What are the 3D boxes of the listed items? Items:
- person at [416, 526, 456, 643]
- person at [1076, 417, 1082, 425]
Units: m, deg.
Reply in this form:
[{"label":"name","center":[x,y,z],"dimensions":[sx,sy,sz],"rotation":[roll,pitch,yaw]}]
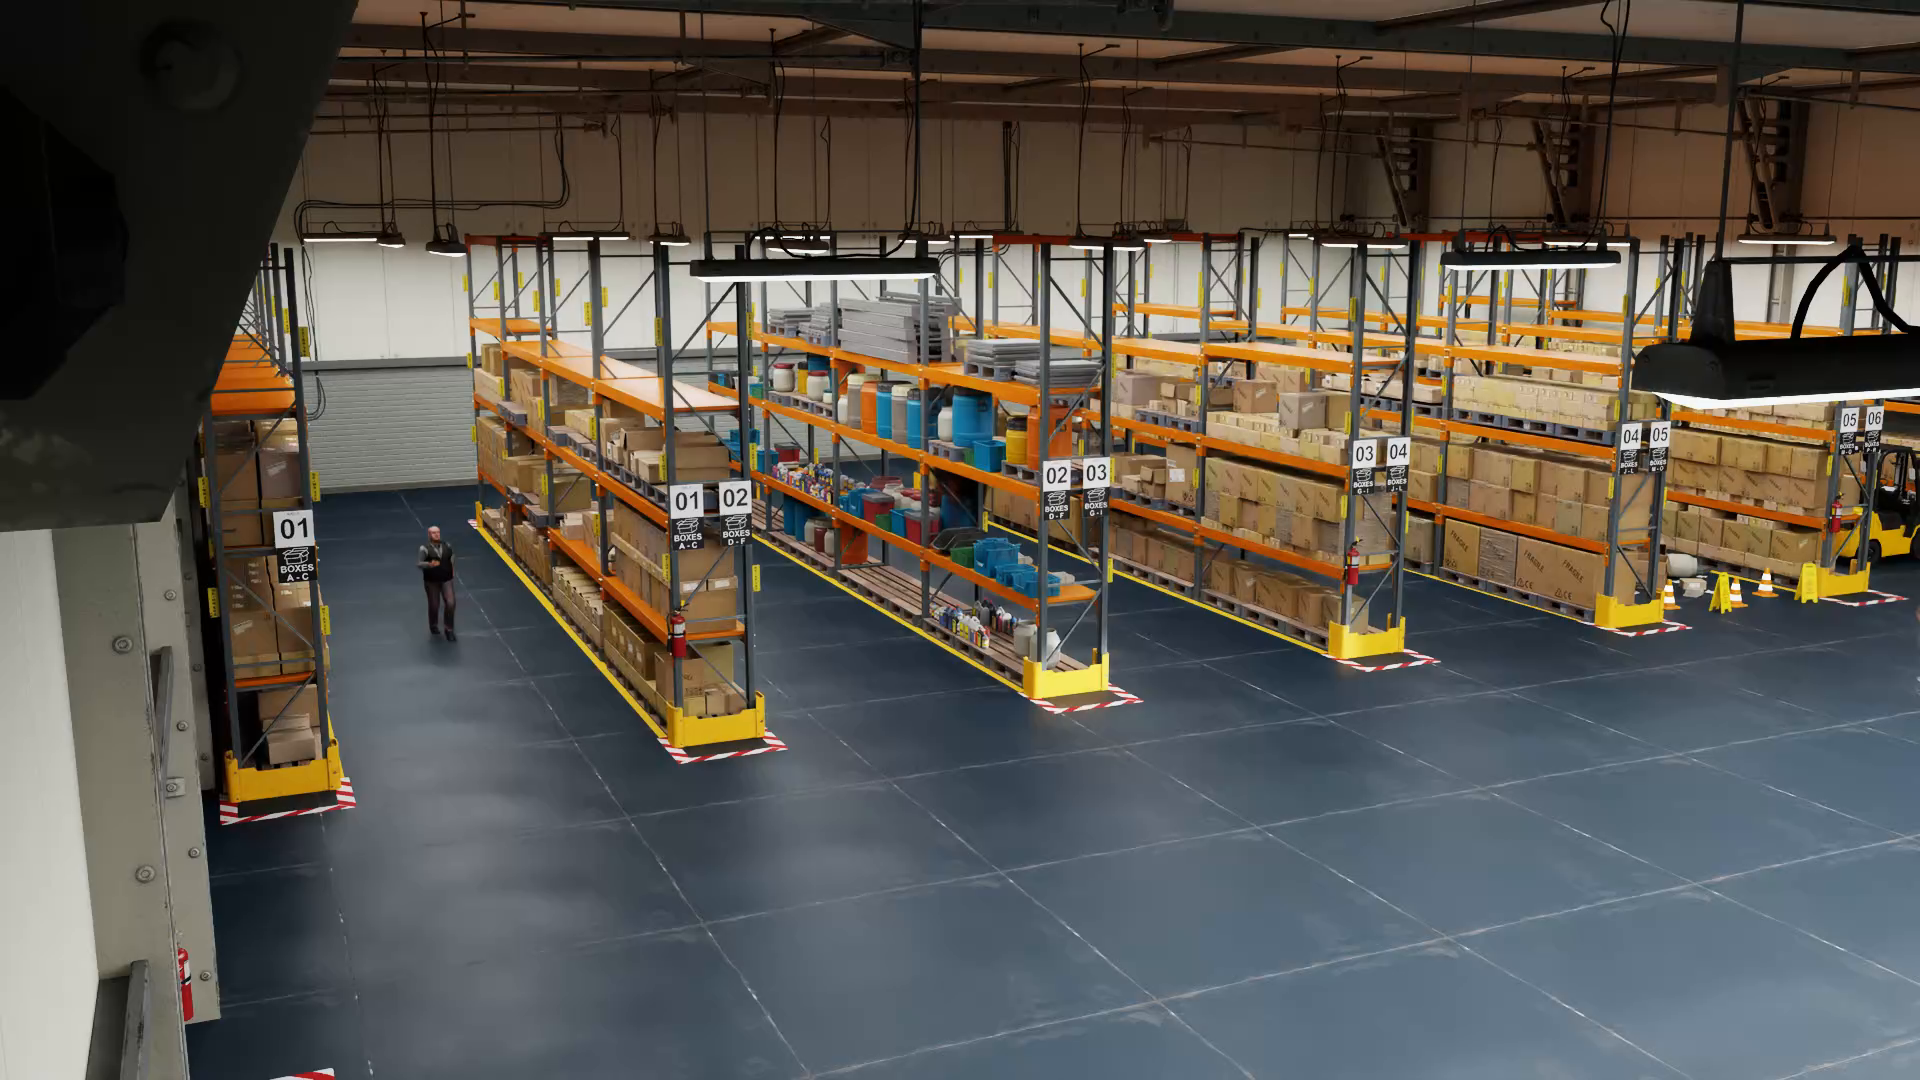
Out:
[{"label":"person","center":[-7.891,0.669,25.174],"dimensions":[0.639,1.771,0.734],"rotation":[-6,13,-30]},{"label":"person","center":[2.829,-2.037,39.069],"dimensions":[0.721,1.717,0.714],"rotation":[0,11,-2]}]
